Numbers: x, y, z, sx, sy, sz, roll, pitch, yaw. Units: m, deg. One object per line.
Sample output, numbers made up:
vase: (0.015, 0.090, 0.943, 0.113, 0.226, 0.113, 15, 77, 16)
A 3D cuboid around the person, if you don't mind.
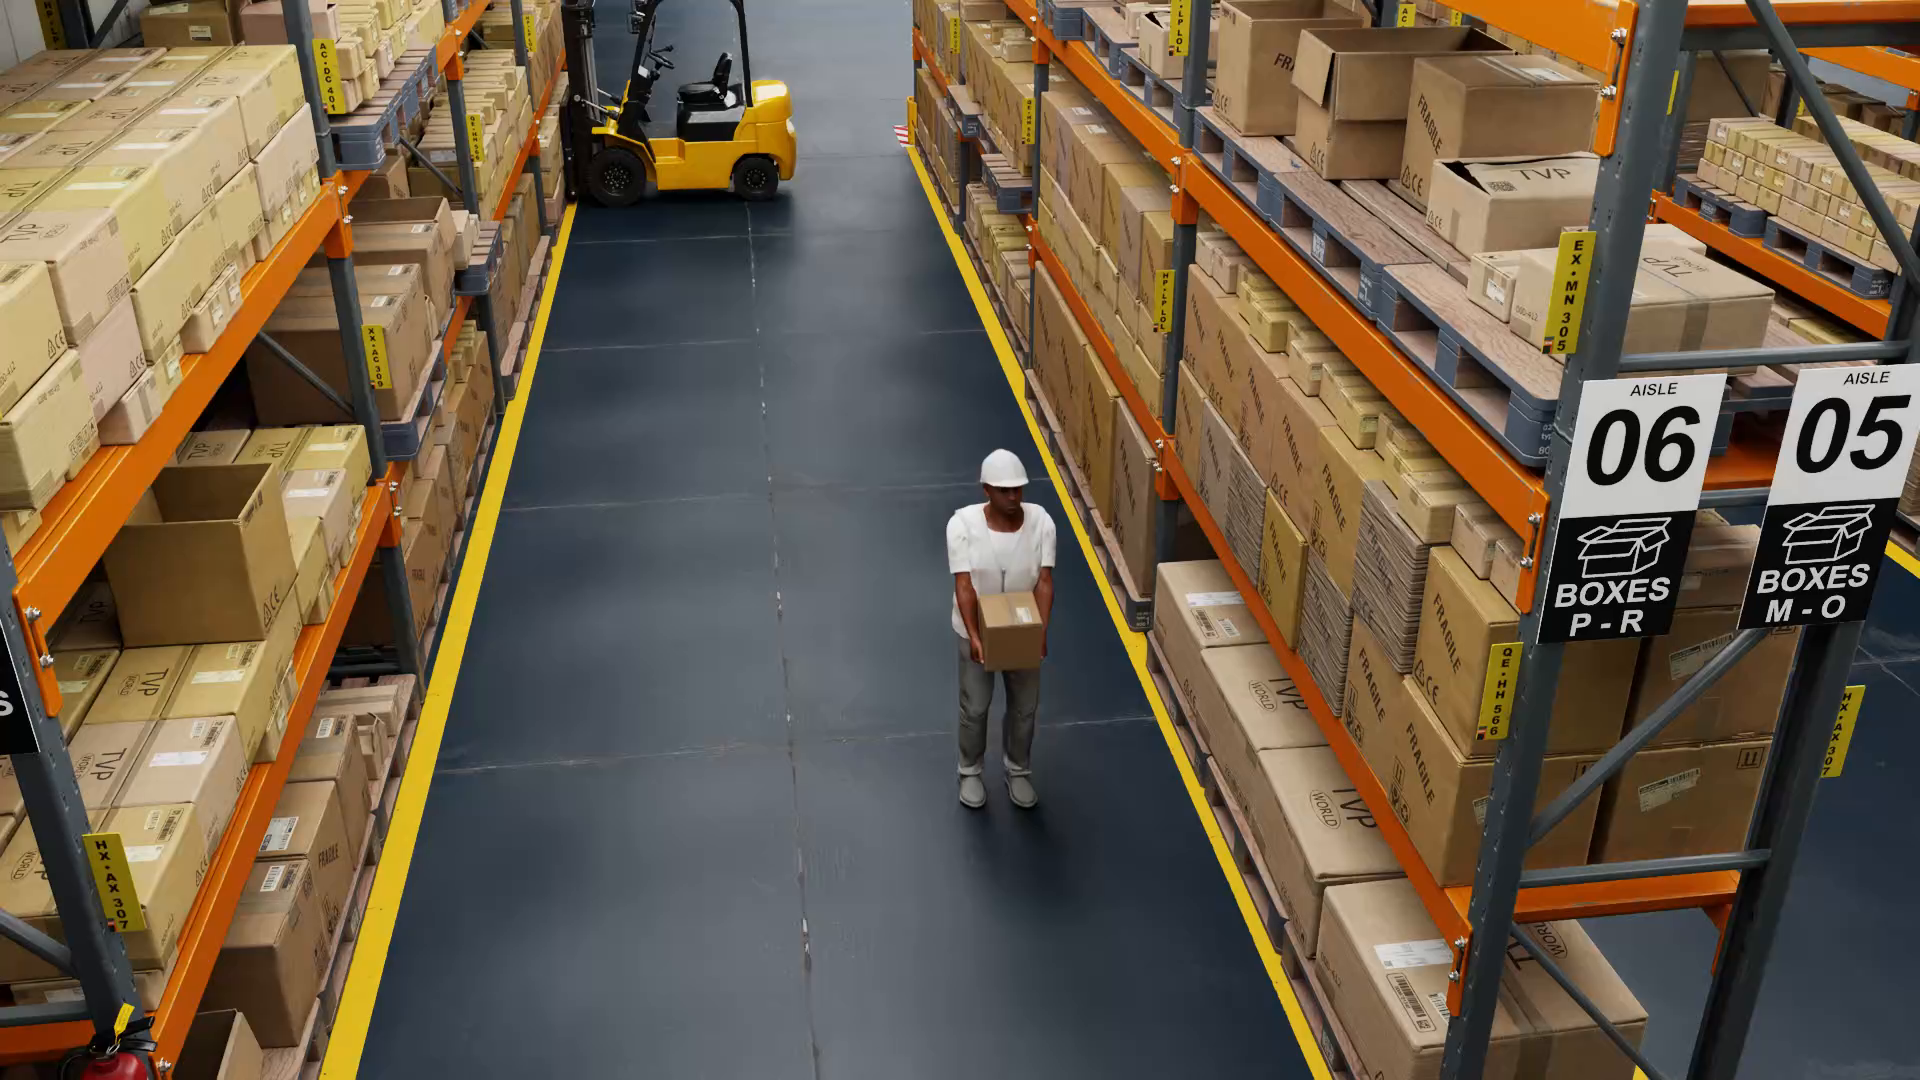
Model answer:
person: (0.208, 0.459, 7.695, 0.504, 1.760, 0.575, -4, 27, -7)
